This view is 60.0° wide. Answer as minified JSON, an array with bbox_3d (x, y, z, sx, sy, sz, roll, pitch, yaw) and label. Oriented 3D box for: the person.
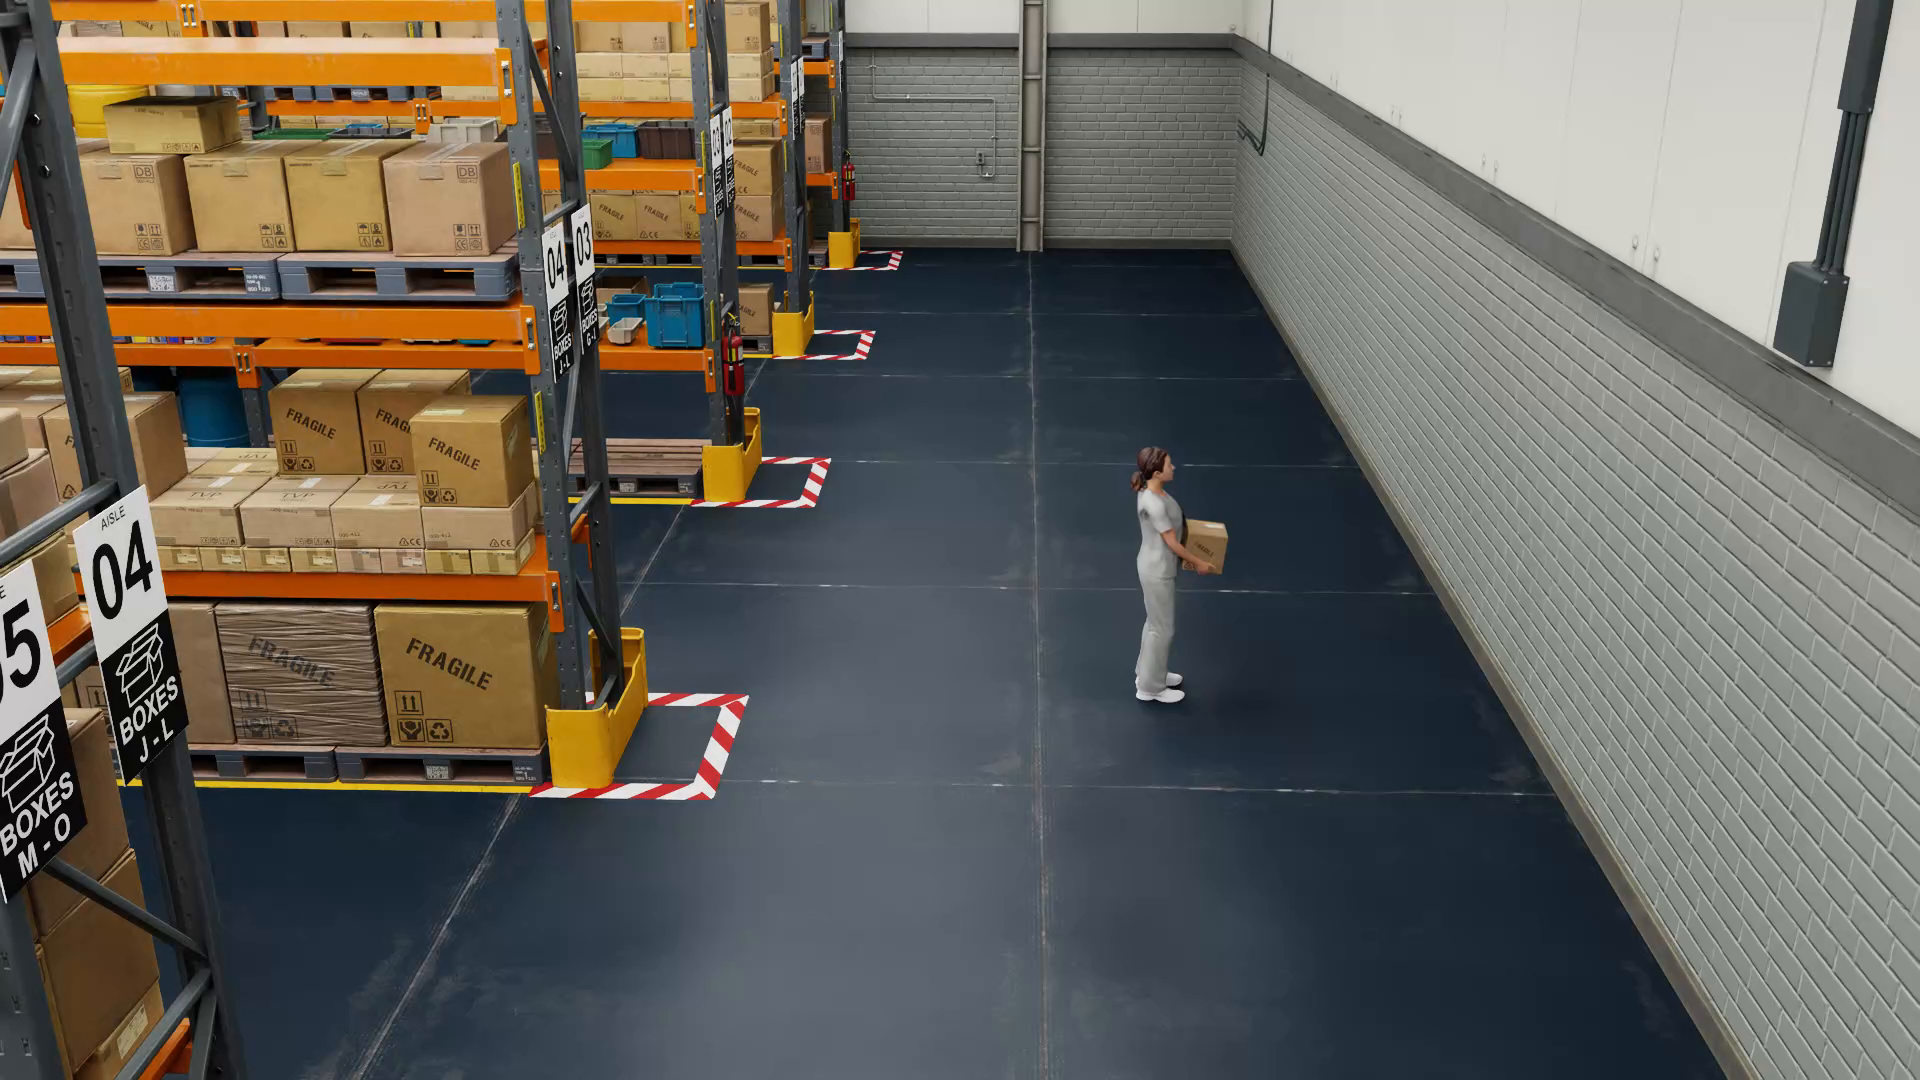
[{"bbox_3d":[1.333,0.208,10.555,0.558,1.664,0.436,1,21,3],"label":"person"}]
